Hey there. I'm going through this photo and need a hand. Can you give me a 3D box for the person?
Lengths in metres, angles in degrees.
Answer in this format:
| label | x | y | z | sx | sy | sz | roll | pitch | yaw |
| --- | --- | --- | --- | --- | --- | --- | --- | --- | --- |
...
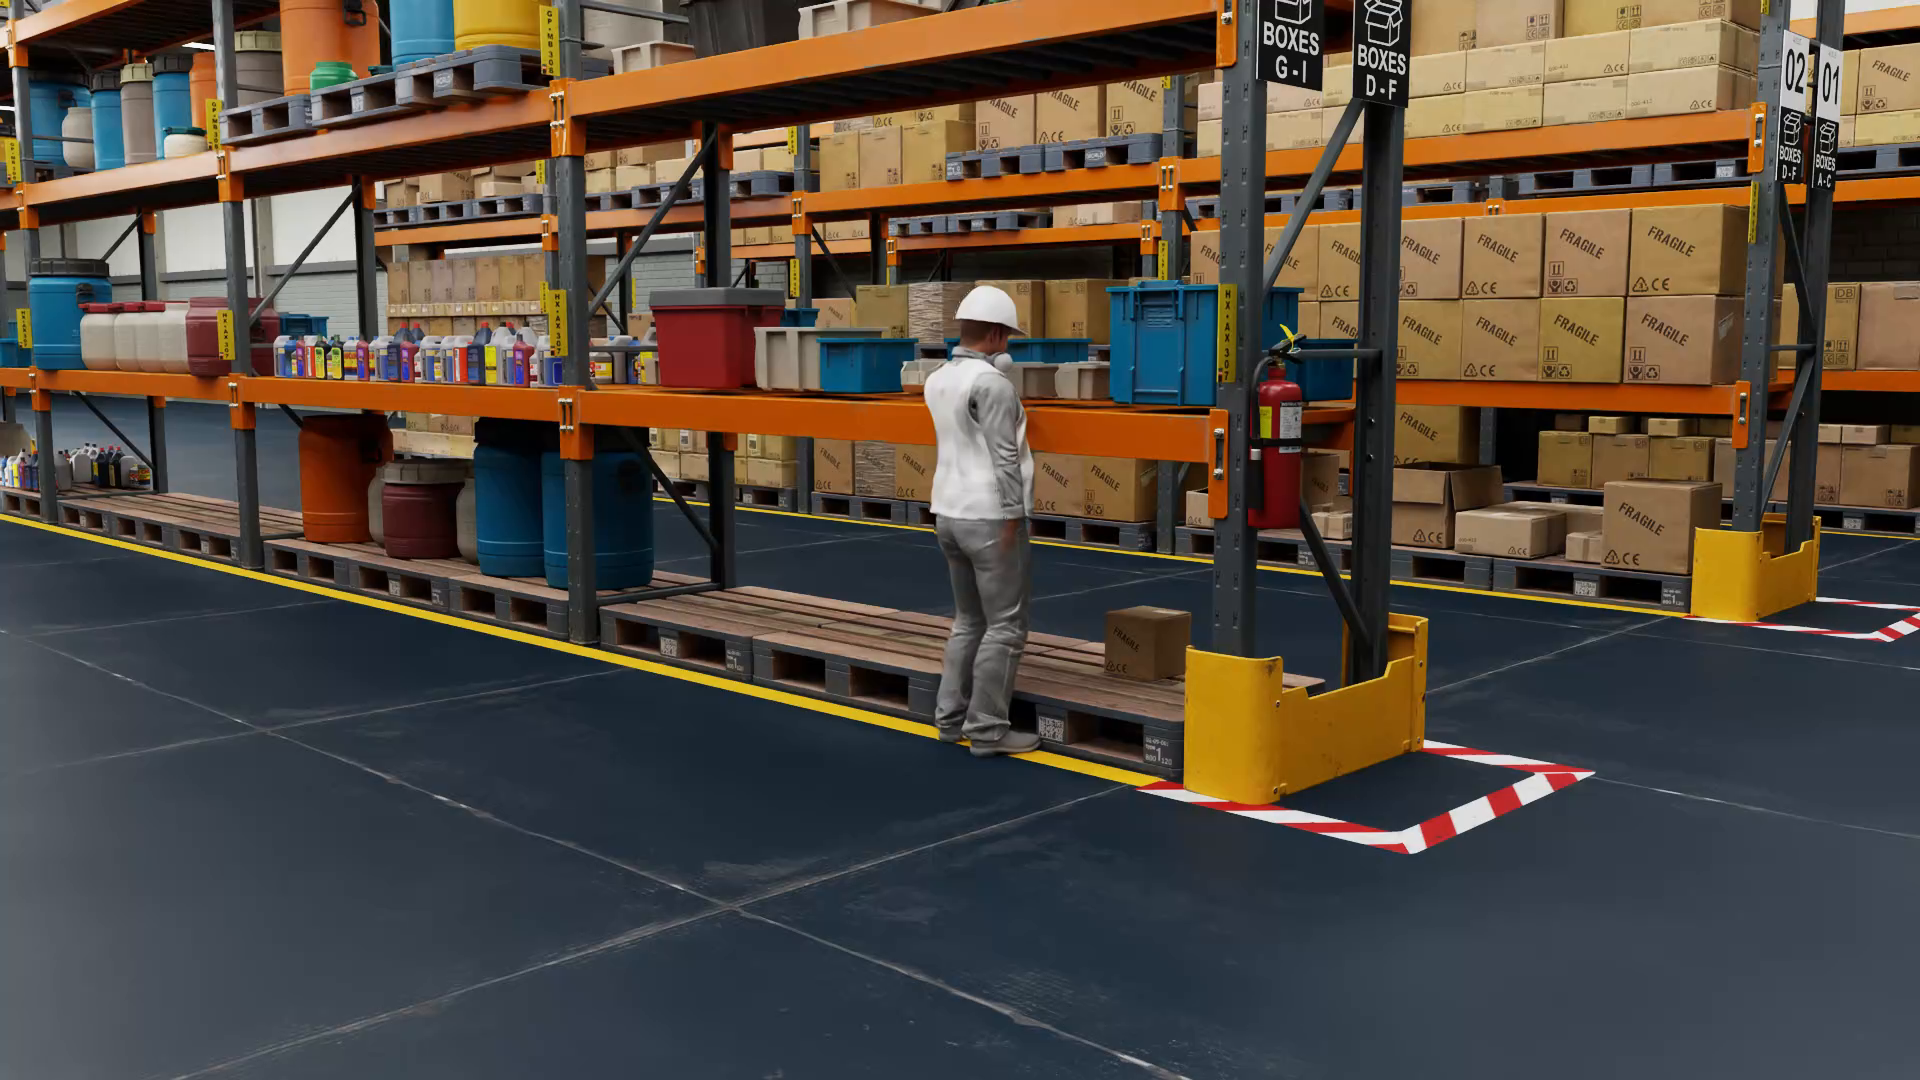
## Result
| label | x | y | z | sx | sy | sz | roll | pitch | yaw |
| --- | --- | --- | --- | --- | --- | --- | --- | --- | --- |
| person | 0.085 | -0.080 | 6.362 | 0.364 | 1.763 | 0.535 | -4 | 8 | -28 |
